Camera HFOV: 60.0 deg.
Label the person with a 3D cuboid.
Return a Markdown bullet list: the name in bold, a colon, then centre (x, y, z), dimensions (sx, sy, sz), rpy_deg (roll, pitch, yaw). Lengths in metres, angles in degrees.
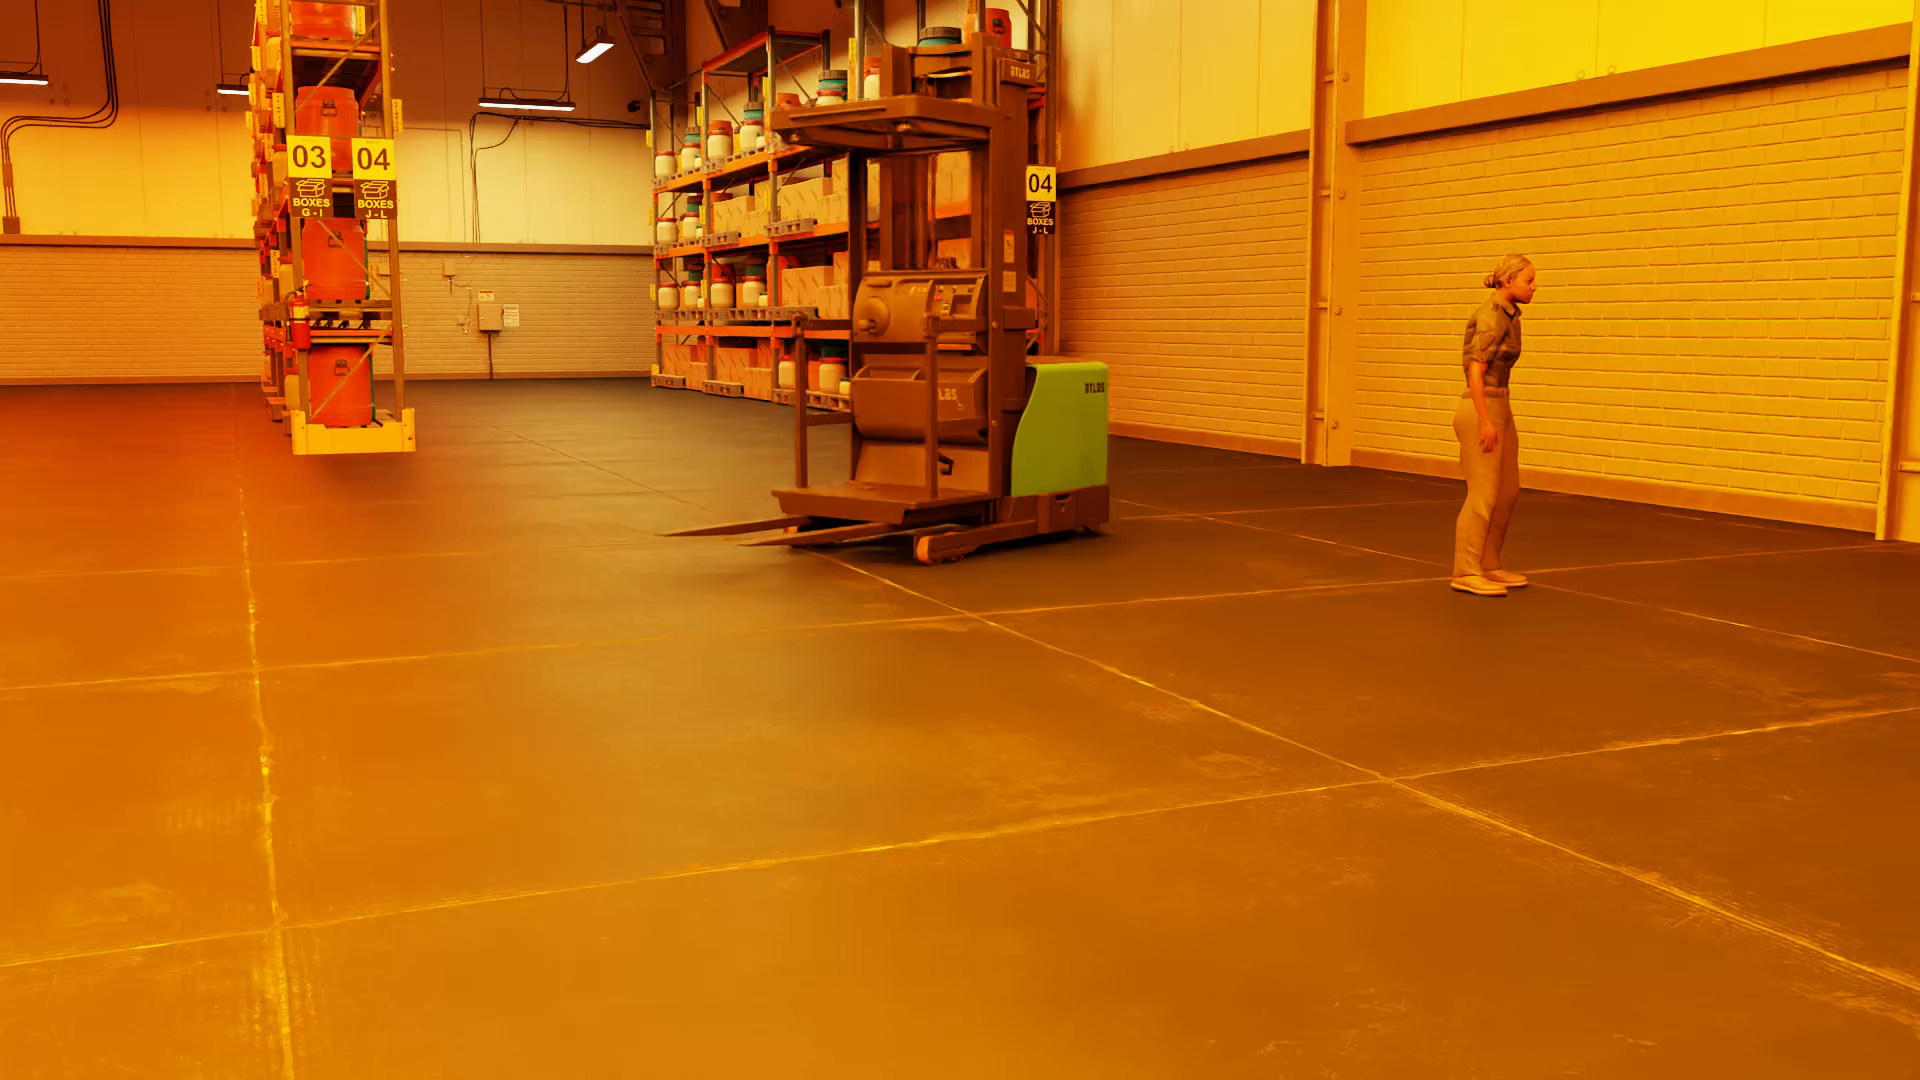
- **person**: centre (2.638, -0.580, 8.229), dimensions (0.349, 1.655, 0.532), rpy_deg (5, 9, 33)

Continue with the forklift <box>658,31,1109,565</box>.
- **forklift**: centre (-0.374, -1.389, 9.475), dimensions (1.130, 2.935, 3.031), rpy_deg (6, 10, 38)
